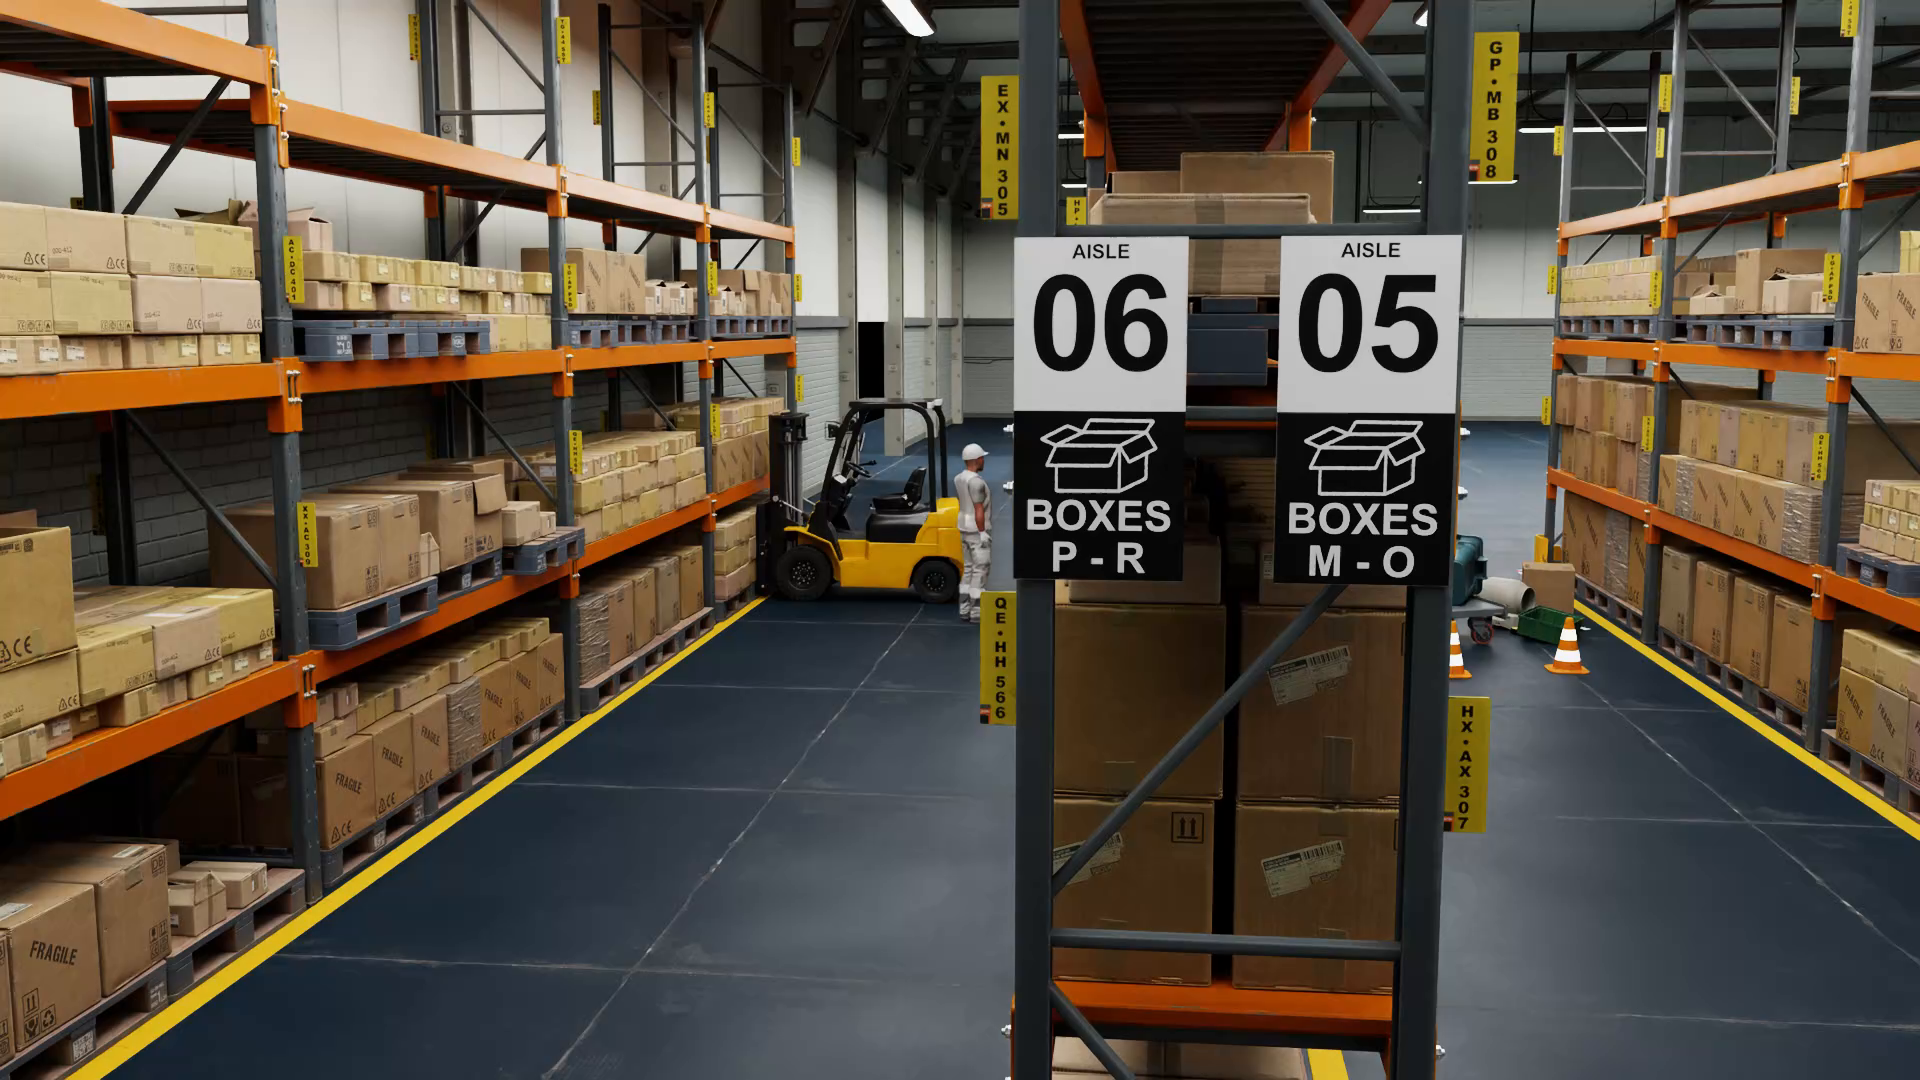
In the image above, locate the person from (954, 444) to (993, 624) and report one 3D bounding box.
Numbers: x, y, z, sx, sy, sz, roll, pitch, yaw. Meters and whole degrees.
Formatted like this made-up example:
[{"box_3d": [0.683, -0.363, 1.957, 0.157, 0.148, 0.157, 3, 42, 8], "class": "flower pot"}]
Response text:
[{"box_3d": [0.154, -0.074, 16.754, 0.351, 1.790, 0.529, -3, 8, -20], "class": "person"}]
